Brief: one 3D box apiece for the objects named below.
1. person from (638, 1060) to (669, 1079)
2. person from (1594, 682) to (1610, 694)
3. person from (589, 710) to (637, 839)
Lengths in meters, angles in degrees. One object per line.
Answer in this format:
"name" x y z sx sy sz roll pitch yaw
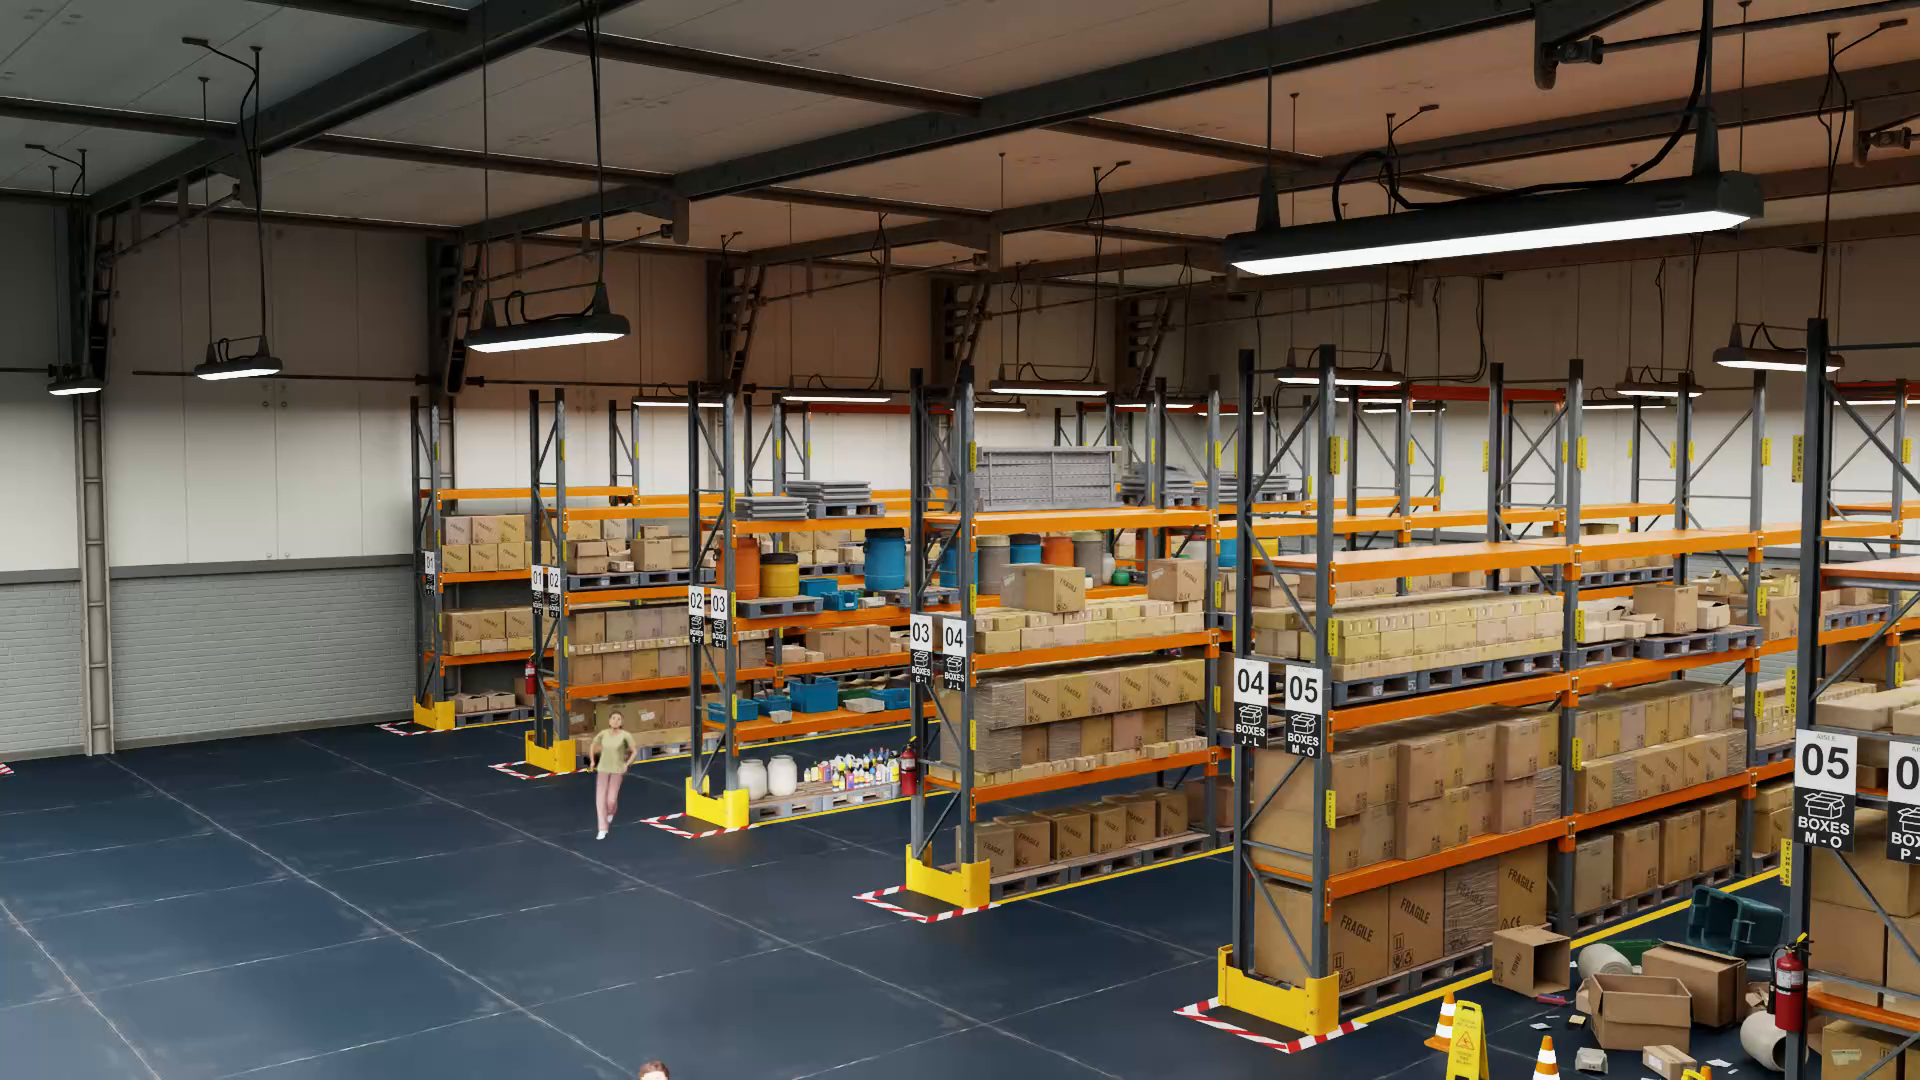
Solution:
"person" -1.748 3.789 9.476 0.559 1.627 0.556 -1 3 -14
"person" 9.337 2.865 24.273 0.668 1.739 0.803 3 5 45
"person" -4.586 3.069 21.924 0.634 1.650 0.621 0 3 1
